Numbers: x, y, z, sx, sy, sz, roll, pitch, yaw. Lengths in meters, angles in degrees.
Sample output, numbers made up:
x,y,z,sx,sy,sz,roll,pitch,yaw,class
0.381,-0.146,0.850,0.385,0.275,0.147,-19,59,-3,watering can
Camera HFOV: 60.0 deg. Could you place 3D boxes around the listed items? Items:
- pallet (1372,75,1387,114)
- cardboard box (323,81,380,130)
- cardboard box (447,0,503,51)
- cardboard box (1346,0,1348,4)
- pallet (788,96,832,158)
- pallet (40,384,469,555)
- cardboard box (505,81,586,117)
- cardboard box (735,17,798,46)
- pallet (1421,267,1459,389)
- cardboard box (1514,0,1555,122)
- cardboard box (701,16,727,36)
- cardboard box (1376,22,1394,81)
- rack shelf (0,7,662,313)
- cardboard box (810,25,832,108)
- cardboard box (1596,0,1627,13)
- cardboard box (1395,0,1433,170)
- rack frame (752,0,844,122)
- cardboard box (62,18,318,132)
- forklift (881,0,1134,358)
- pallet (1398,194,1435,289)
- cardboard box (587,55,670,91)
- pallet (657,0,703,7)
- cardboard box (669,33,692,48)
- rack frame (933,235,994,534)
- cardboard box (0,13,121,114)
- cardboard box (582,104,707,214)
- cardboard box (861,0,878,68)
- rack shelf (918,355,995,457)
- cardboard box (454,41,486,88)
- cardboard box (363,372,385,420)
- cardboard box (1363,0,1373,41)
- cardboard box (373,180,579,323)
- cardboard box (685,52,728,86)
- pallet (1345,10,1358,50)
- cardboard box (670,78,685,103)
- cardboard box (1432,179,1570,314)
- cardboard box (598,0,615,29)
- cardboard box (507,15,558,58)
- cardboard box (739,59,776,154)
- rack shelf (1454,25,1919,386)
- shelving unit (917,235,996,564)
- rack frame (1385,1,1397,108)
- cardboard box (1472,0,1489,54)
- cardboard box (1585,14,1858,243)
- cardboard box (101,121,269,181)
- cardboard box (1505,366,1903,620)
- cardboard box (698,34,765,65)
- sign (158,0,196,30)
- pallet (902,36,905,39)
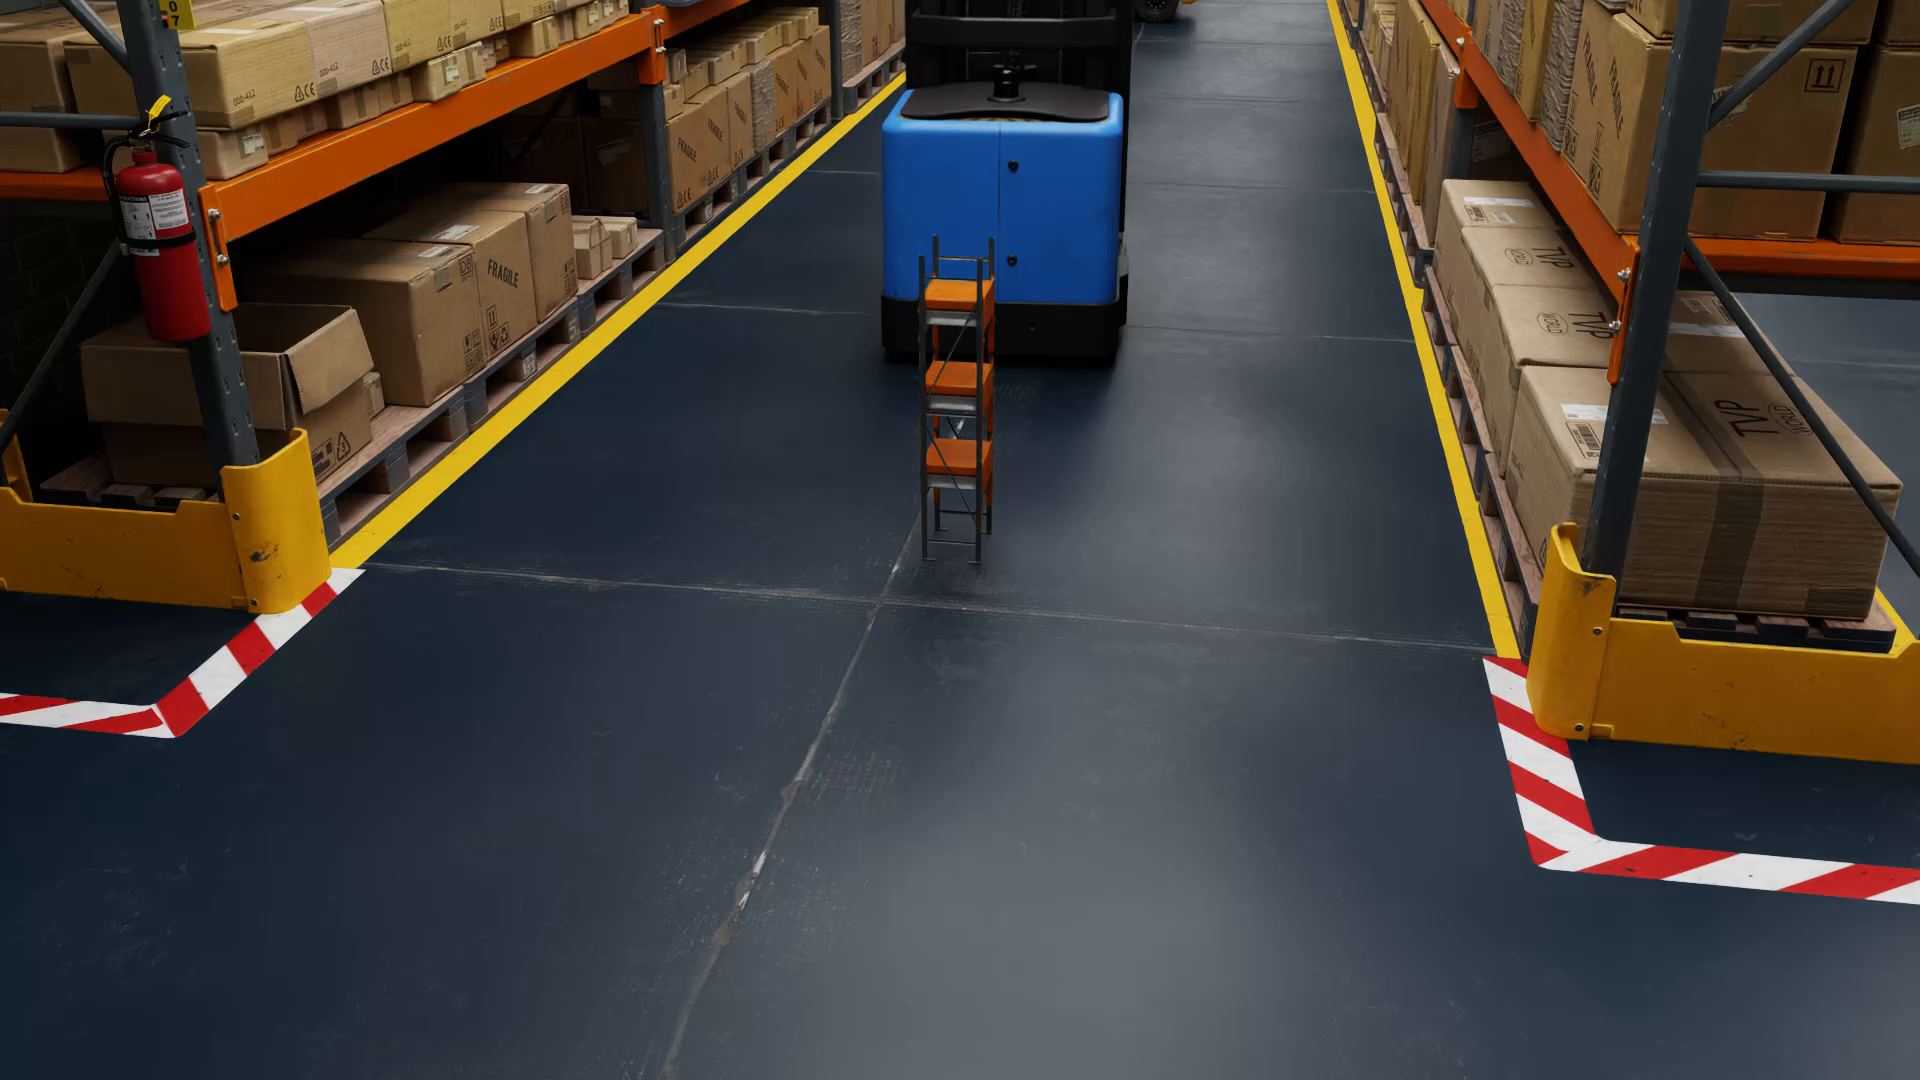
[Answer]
x,y,z,sx,sy,sz,roll,pitch,yaw,class
3.647,-3.267,12.480,1.003,0.211,1.213,4,25,9,pallet
-2.256,-1.527,5.771,0.380,0.149,0.250,5,26,10,cardboard box
-2.123,-2.076,6.472,0.500,0.250,0.500,3,25,7,cardboard box
4.168,-5.522,16.758,0.500,0.250,0.500,4,25,9,cardboard box
-1.539,-2.973,11.852,1.003,0.211,1.213,4,25,9,pallet
-2.545,-0.302,6.146,1.003,0.211,1.213,4,25,9,pallet
-2.258,-2.398,9.023,0.380,0.149,0.250,3,25,6,cardboard box
-1.311,-3.450,11.270,0.380,0.149,0.250,3,25,7,cardboard box
2.663,-0.954,7.540,1.003,0.211,1.213,4,25,9,pallet
2.271,-1.764,5.862,0.500,0.500,0.500,5,26,10,cardboard box
-1.804,-3.482,11.338,0.380,0.149,0.250,4,25,9,cardboard box
3.733,-3.748,12.823,0.950,0.372,0.625,4,25,8,cardboard box
-2.360,-1.710,6.714,1.077,0.370,4.000,4,25,9,rack shelf
-1.237,-3.412,11.953,0.500,0.500,0.500,5,26,10,cardboard box
2.111,-1.794,4.747,0.500,0.500,0.500,4,25,9,cardboard box
3.173,-2.775,10.151,0.875,0.875,0.875,4,25,9,cardboard box
-1.380,-4.545,11.922,1.000,3.000,0.127,4,25,9,rack frame
-2.347,-1.437,5.108,0.500,0.250,0.500,4,25,9,cardboard box
0.304,-2.717,8.097,1.130,2.935,3.031,2,25,5,forklift
2.916,-1.595,8.908,1.003,0.211,1.213,4,25,9,pallet
-1.772,-2.495,8.879,0.380,0.149,0.250,4,25,8,cardboard box
-1.795,-3.112,9.087,1.003,0.211,1.213,4,25,9,pallet
-1.931,-3.156,10.642,0.380,0.149,0.250,4,25,9,cardboard box
0.011,-0.504,5.589,0.200,1.050,0.008,4,25,9,rack frame
-2.874,-1.477,5.193,0.500,0.250,0.500,5,26,10,cardboard box
-1.732,-2.117,9.188,0.500,0.500,0.500,5,26,11,cardboard box
-1.165,-4.194,13.477,0.875,0.625,0.625,5,26,10,cardboard box
-0.009,-0.444,5.484,0.215,0.259,0.240,4,25,9,rack shelf
-2.080,-1.851,6.462,0.380,0.149,0.250,5,25,10,cardboard box
-2.386,-0.523,6.196,0.380,0.149,0.250,3,25,6,cardboard box
4.088,-4.656,14.764,0.950,0.372,0.625,4,25,9,cardboard box
-2.146,-1.296,7.433,0.700,0.500,0.500,3,25,7,cardboard box
-1.603,-2.803,9.887,0.380,0.149,0.250,4,25,8,cardboard box
4.247,-4.896,15.961,1.003,0.211,1.213,4,25,9,pallet
-1.743,-2.477,9.191,0.380,0.149,0.250,3,25,7,cardboard box
2.656,-1.305,7.526,0.875,0.438,0.875,4,25,8,cardboard box
-1.857,-2.497,7.843,0.380,0.149,0.250,5,25,10,cardboard box
-1.960,-2.170,7.145,0.380,0.149,0.250,4,25,8,cardboard box
-1.478,-2.765,10.573,0.500,0.500,0.500,3,25,7,cardboard box
2.537,-1.368,5.982,1.077,0.370,4.000,4,25,9,rack shelf
-0.009,-0.453,5.480,0.215,1.050,0.252,4,25,9,shelving unit
3.518,-4.203,11.191,1.000,3.000,0.127,4,25,9,rack frame
2.529,-2.397,7.215,0.500,0.500,0.500,5,26,10,cardboard box
2.028,-1.122,4.492,0.500,0.500,0.500,4,25,9,cardboard box
-2.363,-1.204,5.080,0.380,0.149,0.250,4,25,8,cardboard box
2.220,-0.170,5.101,0.875,0.438,0.875,3,25,7,cardboard box
-1.455,-3.120,10.566,0.380,0.149,0.250,3,25,6,cardboard box
-2.152,-1.554,4.510,0.100,0.325,0.005,4,25,9,sign
-0.808,-4.644,15.423,1.003,0.211,1.213,4,25,9,pallet
